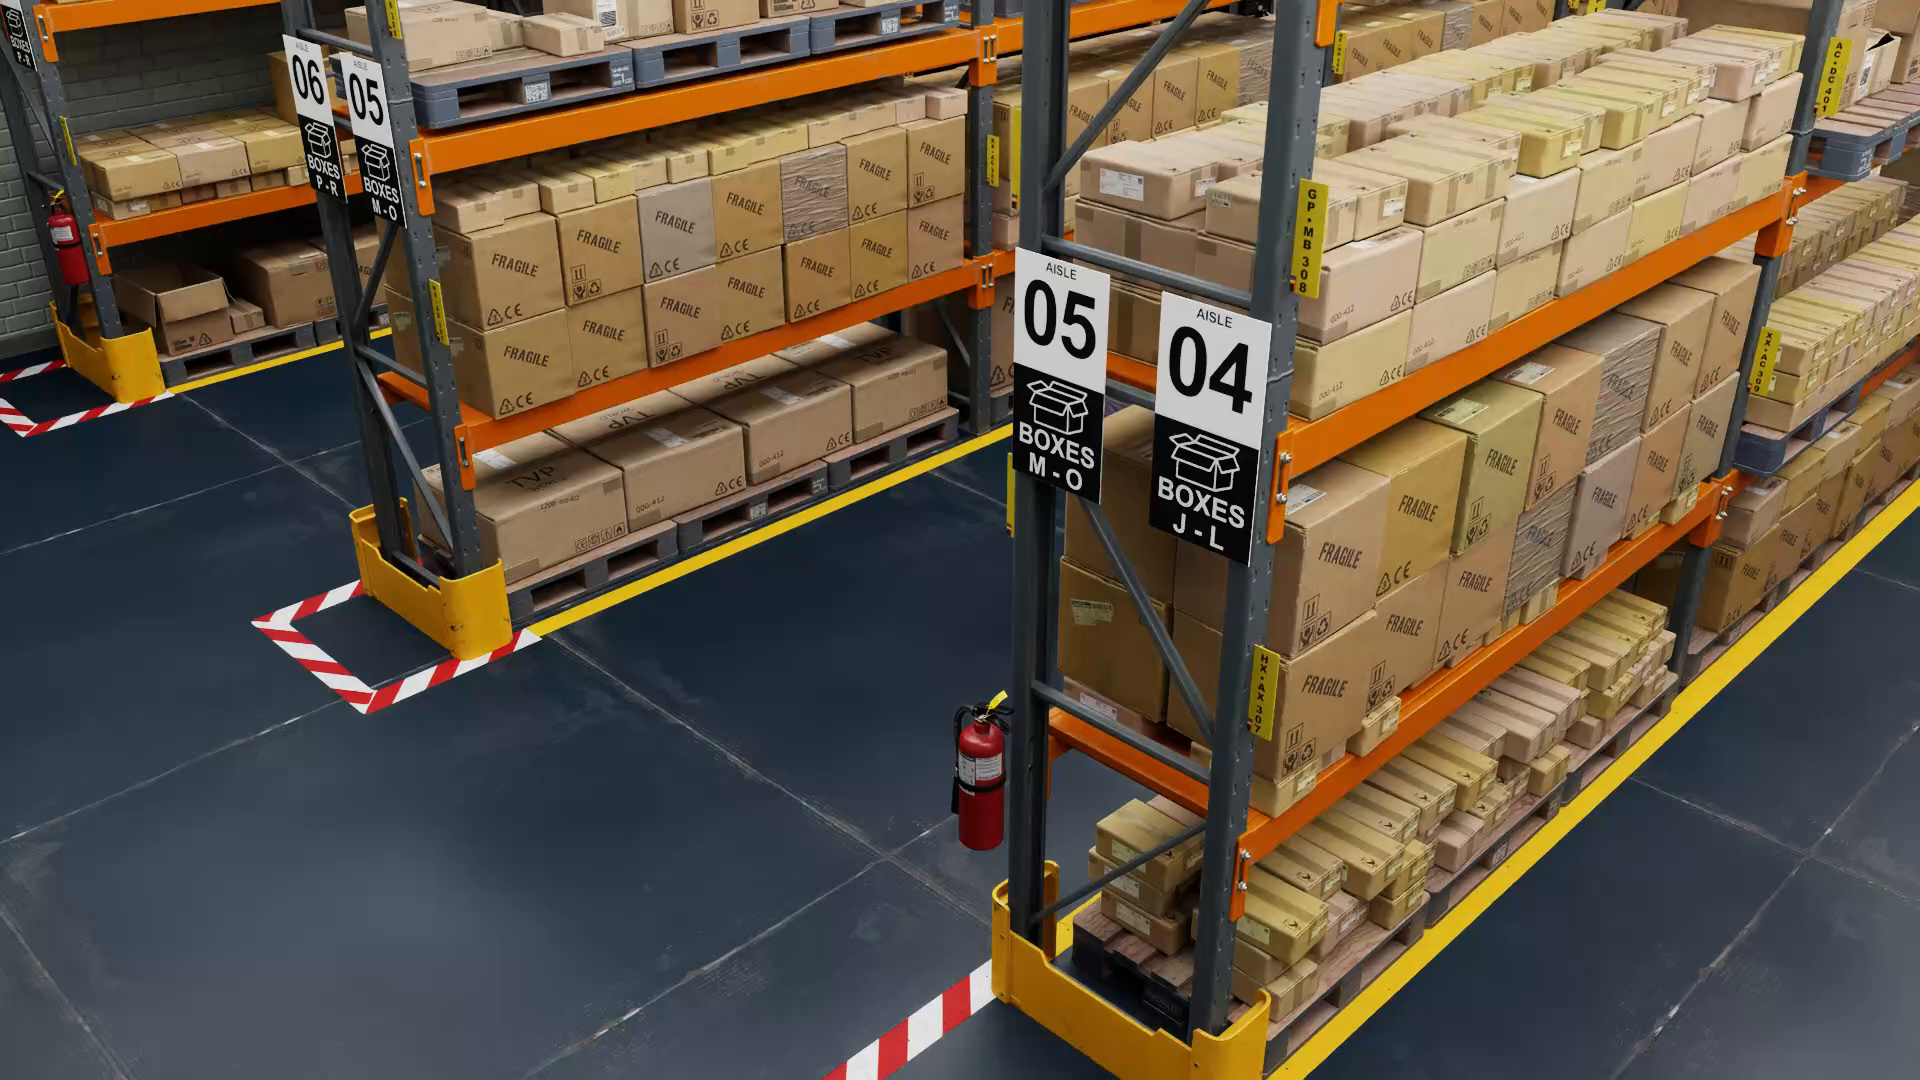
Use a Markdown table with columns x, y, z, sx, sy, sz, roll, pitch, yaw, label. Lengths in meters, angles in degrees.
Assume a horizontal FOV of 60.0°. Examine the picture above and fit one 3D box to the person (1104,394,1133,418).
| x | y | z | sx | sy | sz | roll | pitch | yaw | label |
| --- | --- | --- | --- | --- | --- | --- | --- | --- | --- |
| 1.001 | -0.549 | 9.680 | 0.595 | 1.662 | 0.542 | 25 | 37 | 39 | person |
